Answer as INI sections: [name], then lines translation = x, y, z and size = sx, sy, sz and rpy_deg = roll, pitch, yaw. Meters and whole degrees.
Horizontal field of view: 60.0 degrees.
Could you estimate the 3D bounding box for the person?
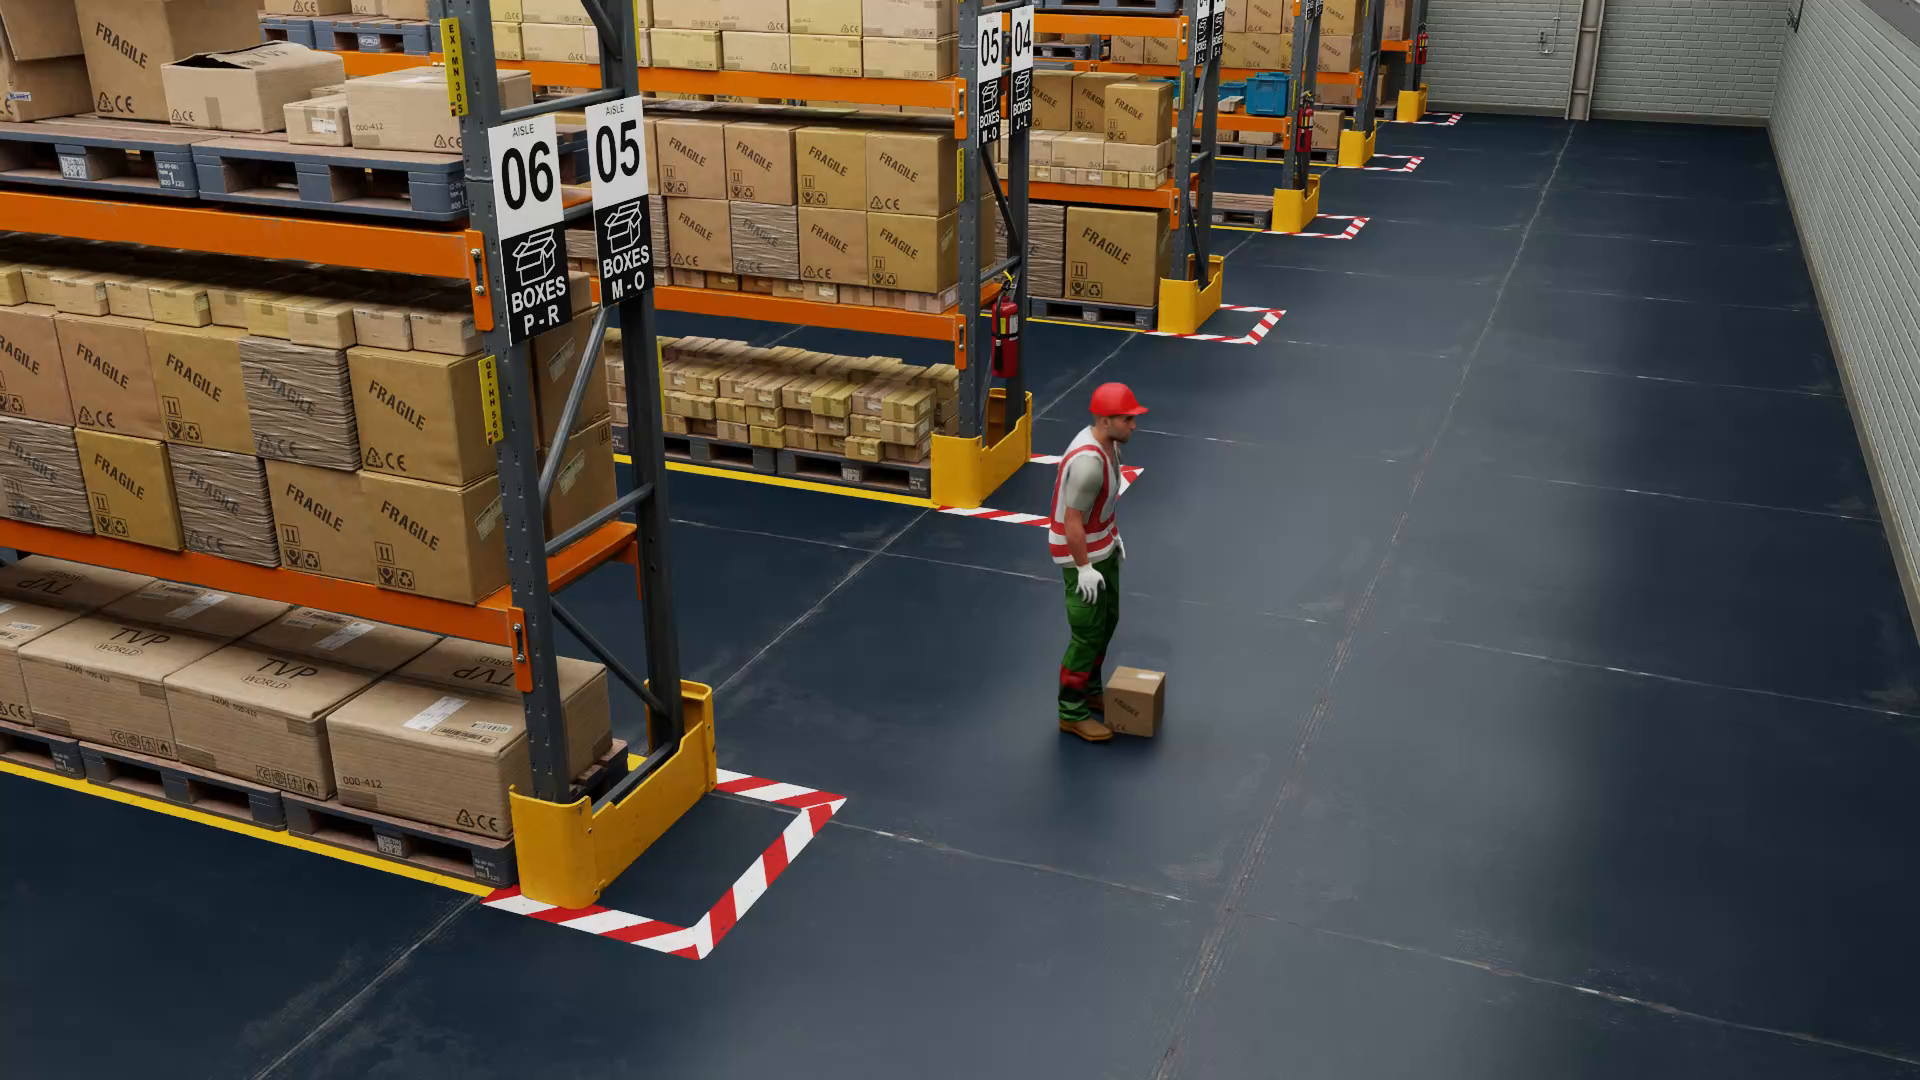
[person]
translation = 0.683, 0.084, 8.208
size = 0.456, 1.778, 0.616
rpy_deg = 8, 24, 19
